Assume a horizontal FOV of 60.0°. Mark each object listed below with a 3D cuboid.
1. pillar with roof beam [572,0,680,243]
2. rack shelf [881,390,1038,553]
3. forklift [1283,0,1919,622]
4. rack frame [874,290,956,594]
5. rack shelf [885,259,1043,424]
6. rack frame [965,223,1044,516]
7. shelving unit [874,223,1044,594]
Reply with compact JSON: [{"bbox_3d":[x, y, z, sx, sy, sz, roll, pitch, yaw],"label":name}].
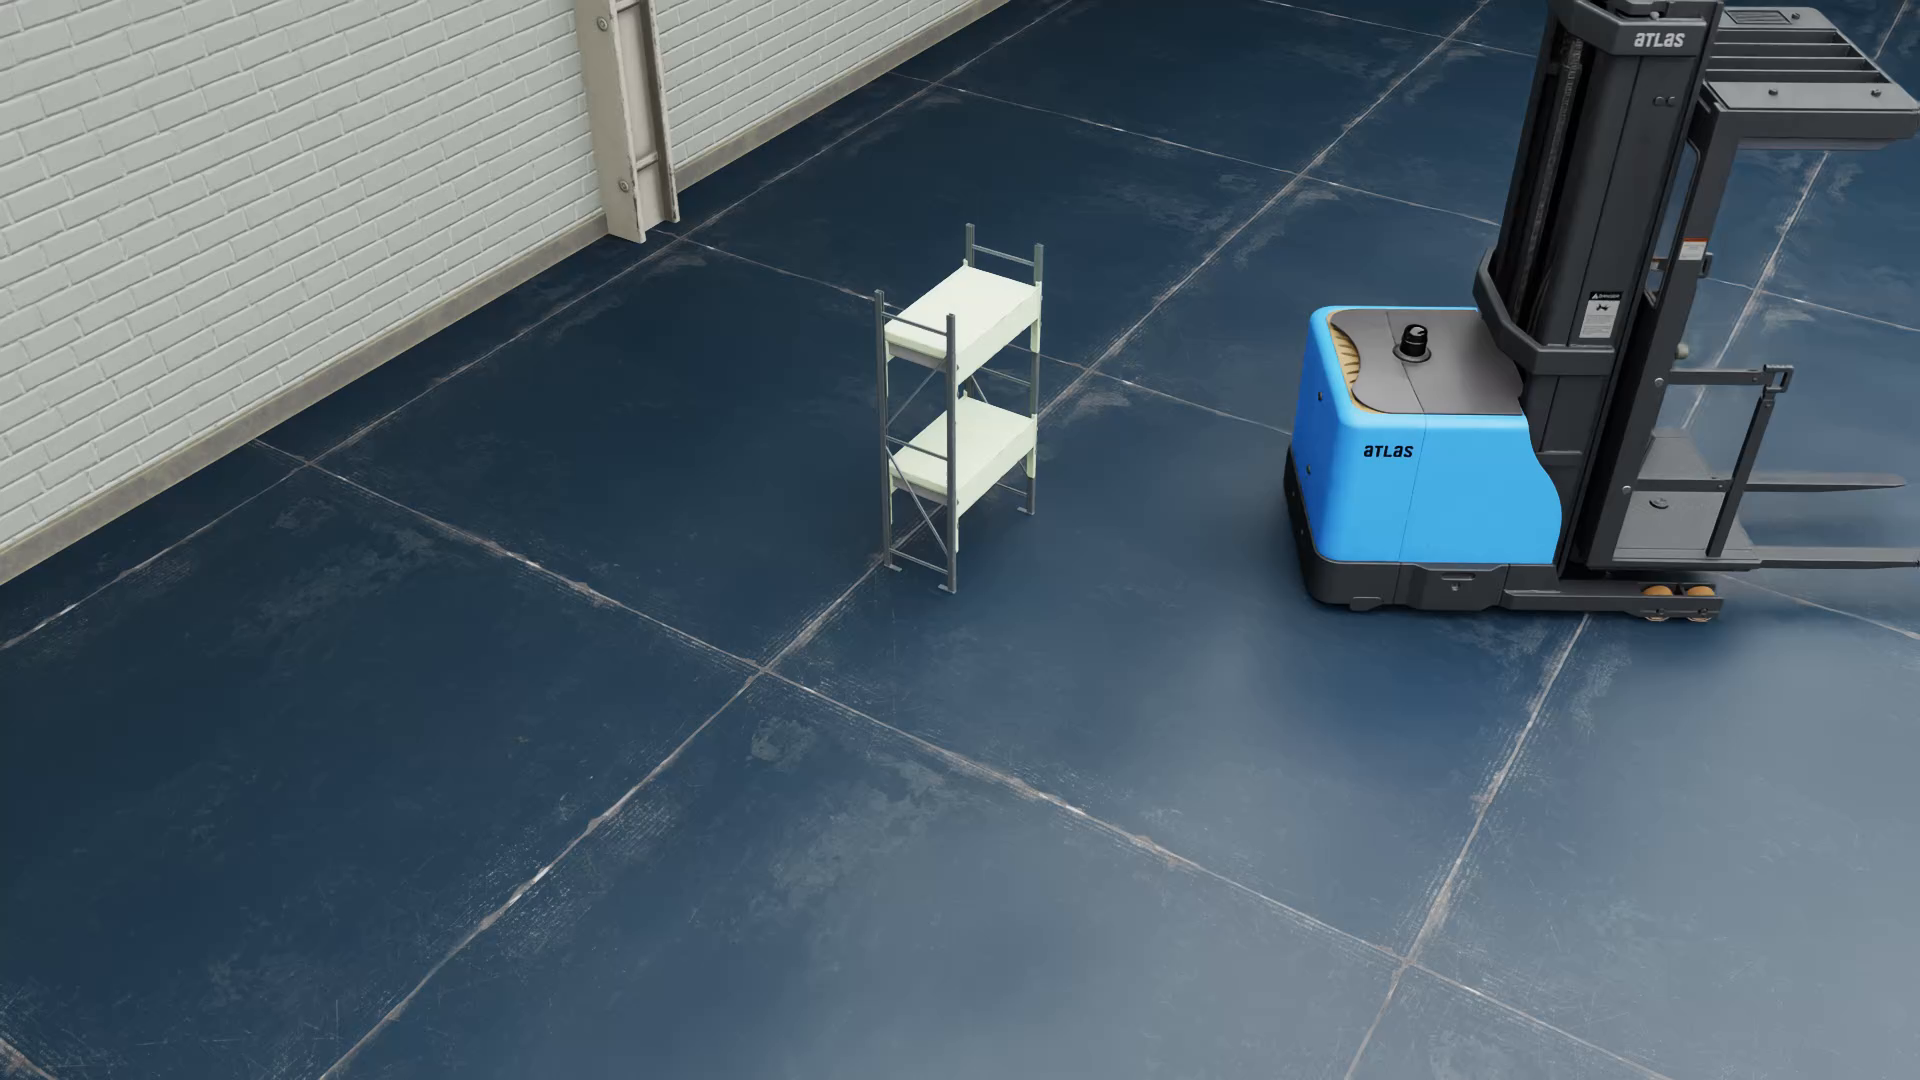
[{"bbox_3d":[1.566,-4.207,6.276,9.100,9.000,0.400,21,42,25],"label":"pillar with roof beam"},{"bbox_3d":[0.004,-0.339,7.935,0.431,0.370,0.720,21,42,25],"label":"rack shelf"},{"bbox_3d":[3.146,-1.112,7.231,3.031,2.935,1.130,1,38,1],"label":"forklift"},{"bbox_3d":[-0.193,-0.409,7.491,0.400,1.500,0.023,21,42,25],"label":"rack frame"},{"bbox_3d":[0.004,-0.907,7.498,0.431,0.370,0.720,21,42,25],"label":"rack shelf"},{"bbox_3d":[0.200,-0.786,7.981,0.400,1.500,0.023,21,42,25],"label":"rack frame"},{"bbox_3d":[0.004,-0.597,7.736,0.431,1.500,0.755,21,42,25],"label":"shelving unit"}]
